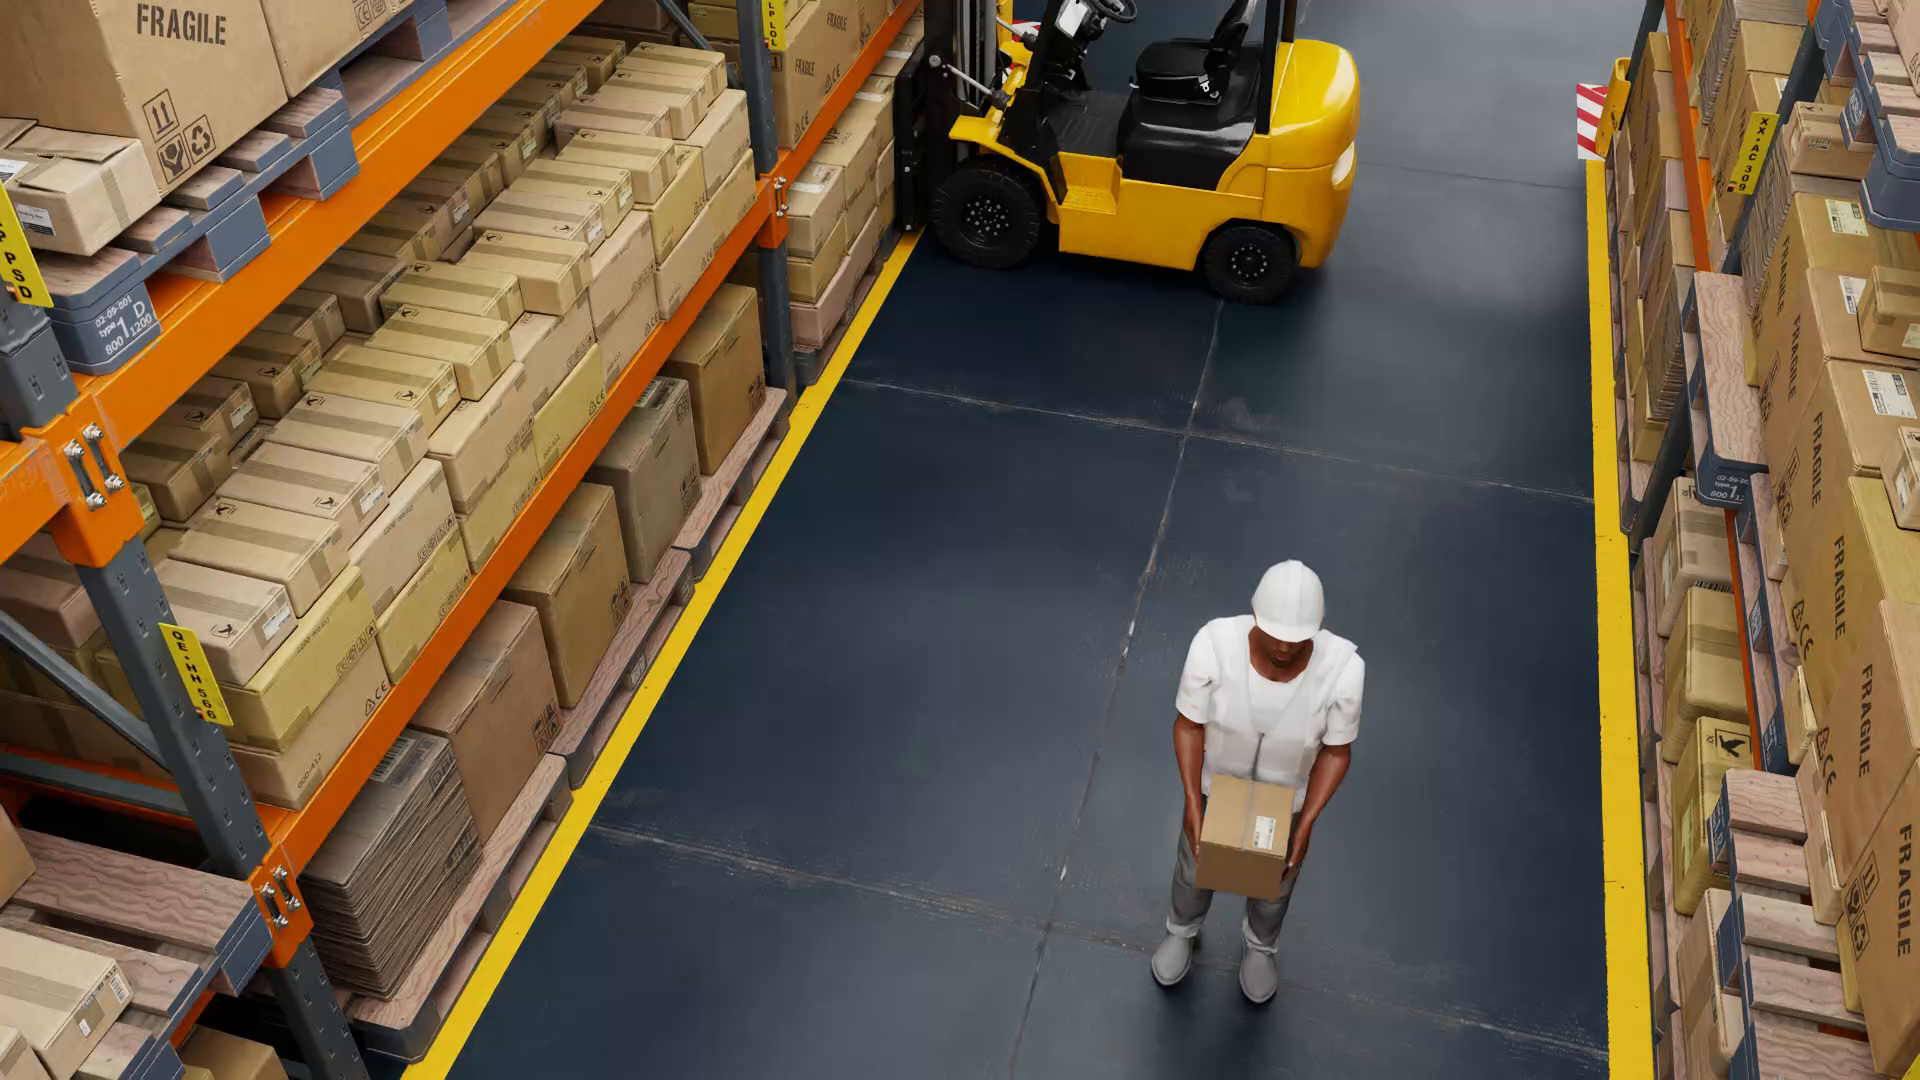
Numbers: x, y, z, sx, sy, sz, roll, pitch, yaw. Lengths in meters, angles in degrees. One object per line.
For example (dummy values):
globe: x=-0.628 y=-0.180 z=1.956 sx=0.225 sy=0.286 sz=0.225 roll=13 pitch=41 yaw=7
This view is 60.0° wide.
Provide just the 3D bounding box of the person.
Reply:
person: x=0.907 y=0.816 z=5.192 sx=0.547 sy=1.769 sz=0.532 roll=10 pitch=42 yaw=11
